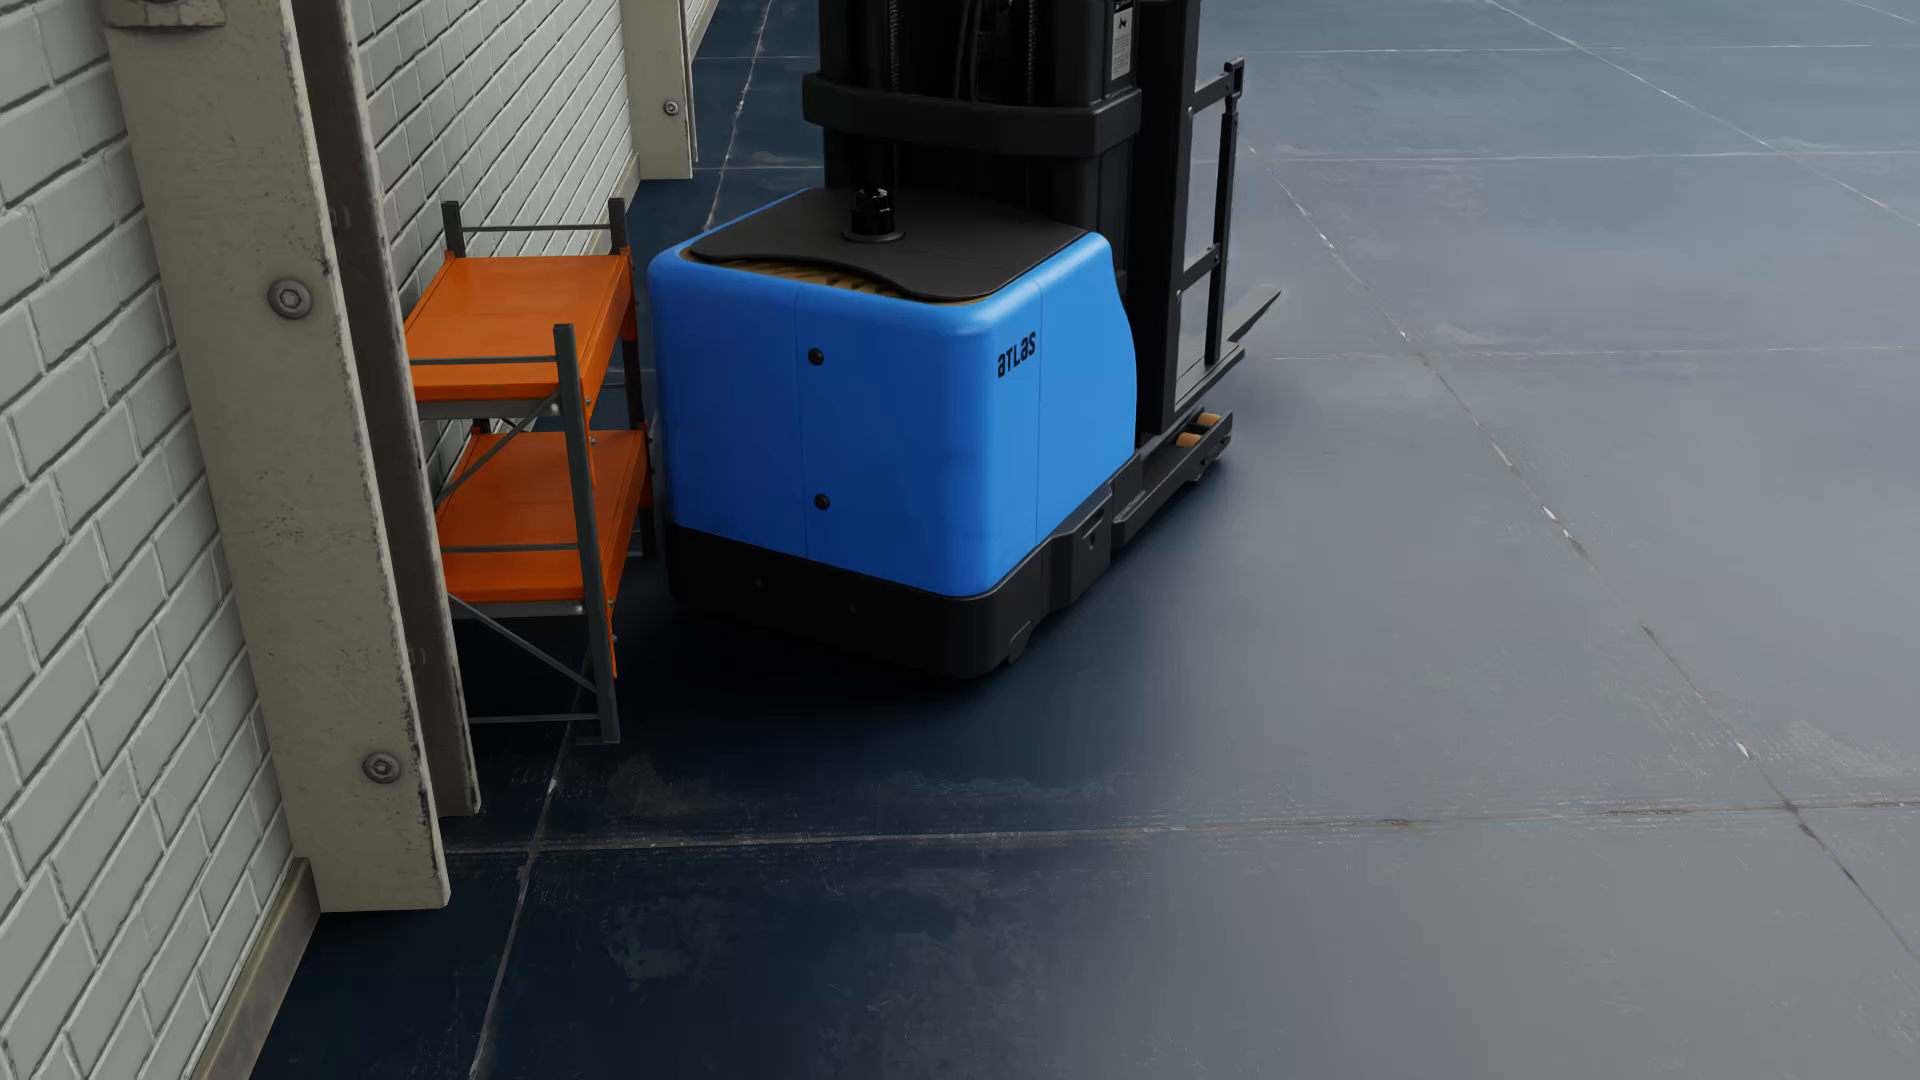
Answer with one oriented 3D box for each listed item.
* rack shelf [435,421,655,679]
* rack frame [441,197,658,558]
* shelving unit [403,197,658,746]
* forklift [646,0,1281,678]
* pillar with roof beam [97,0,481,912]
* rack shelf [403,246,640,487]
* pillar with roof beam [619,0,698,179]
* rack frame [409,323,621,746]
[{"bbox_3d":[-1.155,0.006,4.551,0.538,0.278,1.000,-2,28,-3],"label":"rack shelf"},{"bbox_3d":[-1.189,-0.446,4.888,0.500,1.125,0.032,-2,28,-3],"label":"rack frame"},{"bbox_3d":[-1.155,-0.211,4.438,0.538,1.125,1.048,-2,28,-3],"label":"shelving unit"},{"bbox_3d":[0.293,-1.584,5.117,1.130,2.935,3.031,14,31,25],"label":"forklift"},{"bbox_3d":[2.994,-3.366,1.974,9.100,9.000,0.400,-1,28,-3],"label":"pillar with roof beam"},{"bbox_3d":[-1.155,-0.471,4.303,0.538,0.278,1.000,-2,28,-3],"label":"rack shelf"},{"bbox_3d":[2.681,-6.137,7.286,9.100,9.000,0.400,-1,28,-3],"label":"pillar with roof beam"},{"bbox_3d":[-1.121,0.024,3.989,0.500,1.125,0.032,-2,28,-3],"label":"rack frame"}]
